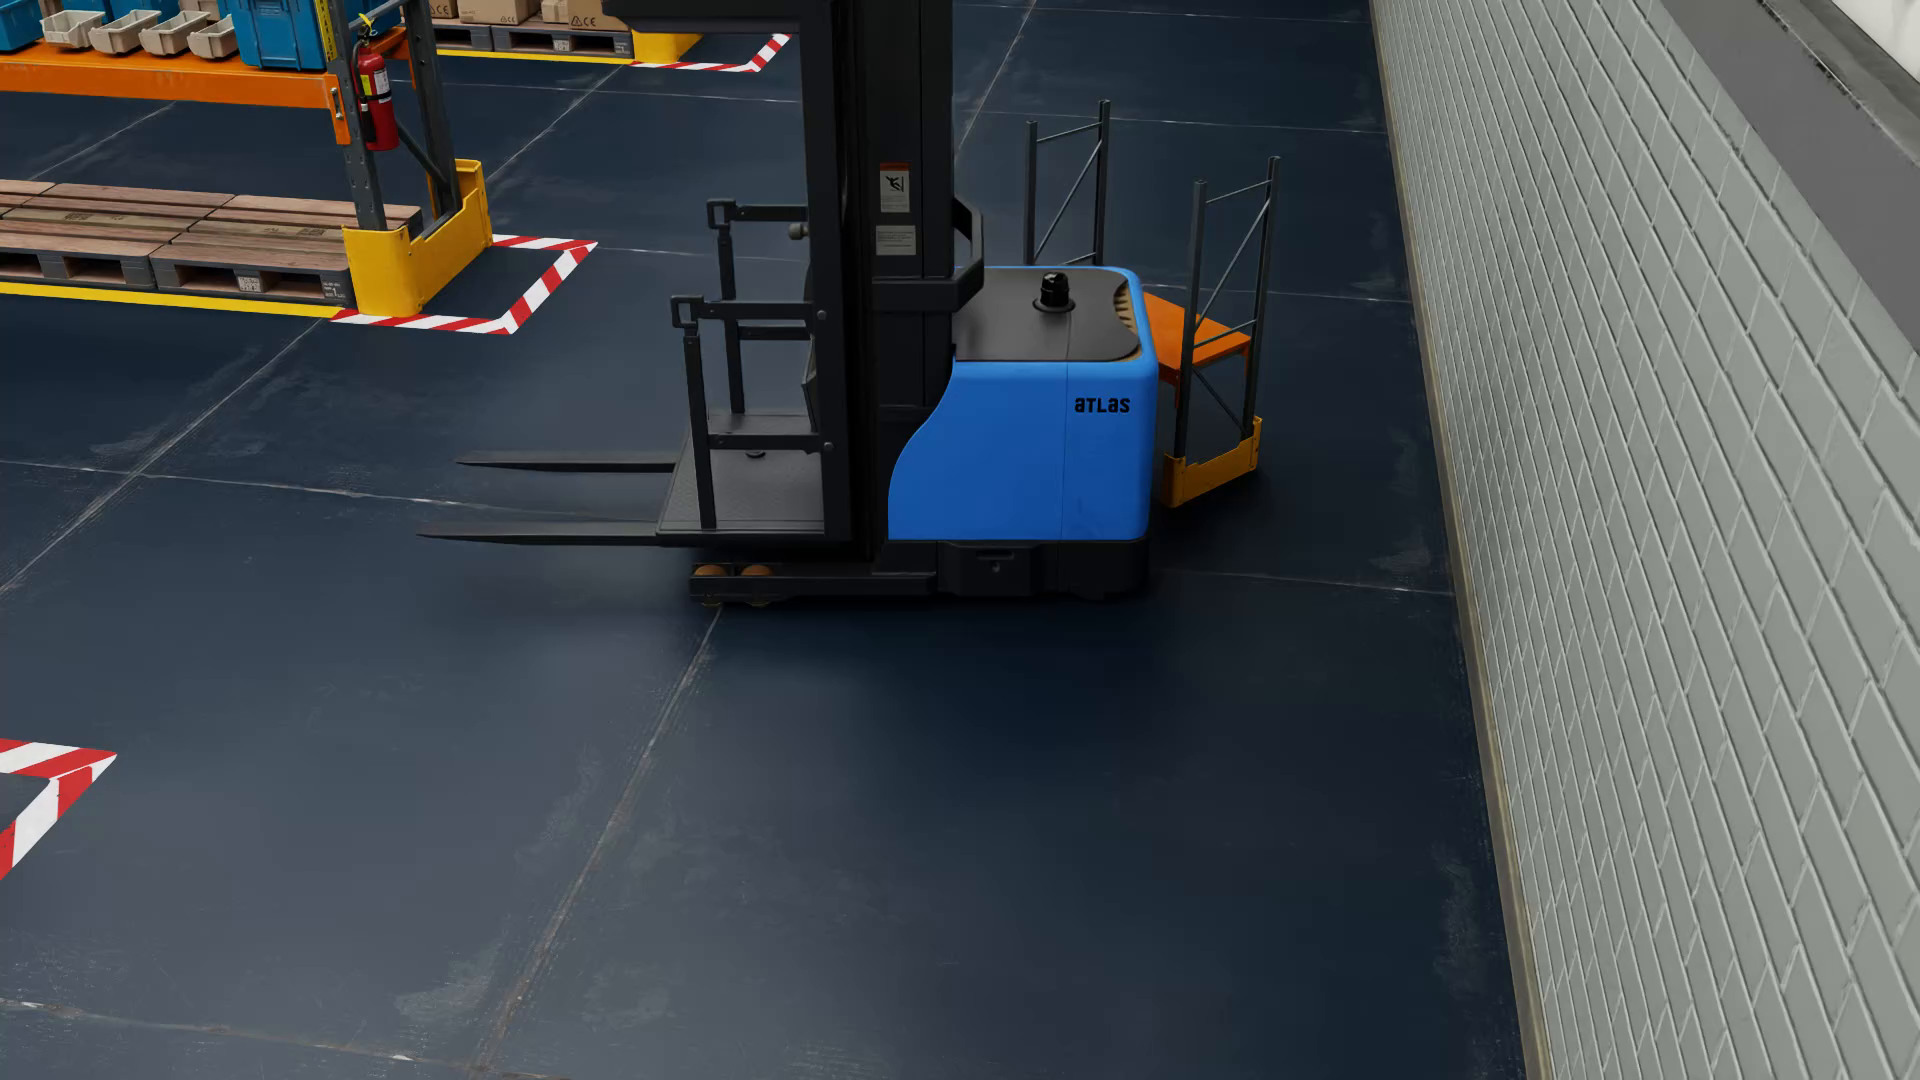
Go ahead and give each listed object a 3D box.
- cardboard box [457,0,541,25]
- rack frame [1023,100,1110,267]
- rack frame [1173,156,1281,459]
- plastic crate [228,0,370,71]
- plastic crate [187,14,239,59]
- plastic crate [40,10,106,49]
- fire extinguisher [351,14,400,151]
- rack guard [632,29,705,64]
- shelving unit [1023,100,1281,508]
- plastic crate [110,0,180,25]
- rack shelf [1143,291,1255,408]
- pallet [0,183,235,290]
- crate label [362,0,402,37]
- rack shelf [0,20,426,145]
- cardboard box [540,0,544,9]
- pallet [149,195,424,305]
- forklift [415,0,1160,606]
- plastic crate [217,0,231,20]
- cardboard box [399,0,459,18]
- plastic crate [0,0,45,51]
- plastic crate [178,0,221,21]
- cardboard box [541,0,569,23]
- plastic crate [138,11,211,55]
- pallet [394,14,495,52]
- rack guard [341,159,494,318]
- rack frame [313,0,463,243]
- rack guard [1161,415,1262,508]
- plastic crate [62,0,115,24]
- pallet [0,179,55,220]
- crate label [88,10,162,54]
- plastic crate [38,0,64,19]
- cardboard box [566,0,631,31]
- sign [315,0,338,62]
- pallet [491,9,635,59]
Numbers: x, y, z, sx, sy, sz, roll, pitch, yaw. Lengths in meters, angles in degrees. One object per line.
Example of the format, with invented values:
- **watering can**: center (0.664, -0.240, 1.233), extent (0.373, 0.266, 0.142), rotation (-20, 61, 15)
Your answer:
- **cardboard box**: center (-3.801, -4.446, 13.702), extent (0.500, 0.250, 0.500), rotation (5, 32, 8)
- **rack frame**: center (0.492, -1.304, 7.920), extent (0.500, 1.500, 0.032), rotation (-24, 39, -33)
- **rack frame**: center (1.150, -0.893, 7.263), extent (0.500, 1.500, 0.032), rotation (-24, 39, -33)
- **plastic crate**: center (-3.491, -2.787, 8.785), extent (0.499, 0.435, 0.616), rotation (5, 32, 8)
- **plastic crate**: center (-3.964, -2.706, 8.938), extent (0.243, 0.136, 0.396), rotation (5, 32, 8)
- **plastic crate**: center (-4.821, -2.768, 9.037), extent (0.250, 0.136, 0.298), rotation (5, 32, 8)
- **fire extinguisher**: center (-3.057, -2.372, 8.637), extent (0.183, 0.674, 0.296), rotation (5, 32, 8)
- **rack guard**: center (-2.367, -4.352, 13.731), extent (0.348, 0.500, 1.175), rotation (5, 32, 8)
- **shelving unit**: center (0.827, -1.095, 7.585), extent (0.587, 1.500, 1.083), rotation (-24, 39, -33)
- **plastic crate**: center (-4.615, -3.080, 9.445), extent (0.300, 0.233, 0.416), rotation (5, 32, 8)
- **rack shelf**: center (0.821, -0.946, 7.687), extent (0.538, 0.185, 1.000), rotation (-24, 39, -33)
- **pallet**: center (-5.135, -1.836, 9.984), extent (1.213, 0.211, 1.003), rotation (5, 32, 8)
- **crate label**: center (-3.317, -2.963, 9.257), extent (0.303, 0.233, 0.416), rotation (5, 32, 8)
- **rack shelf**: center (-5.101, -2.688, 9.395), extent (4.000, 0.370, 1.077), rotation (5, 32, 8)
- **cardboard box**: center (-3.274, -4.667, 14.056), extent (0.500, 0.250, 0.500), rotation (5, 32, 8)
- **pallet**: center (-3.936, -1.726, 9.809), extent (1.213, 0.211, 1.003), rotation (5, 32, 8)
- **forklift**: center (-0.737, -1.252, 6.488), extent (3.031, 2.935, 1.130), rotation (0, 32, 0)
- **plastic crate**: center (-3.966, -3.022, 9.351), extent (0.300, 0.233, 0.416), rotation (5, 32, 8)
- **cardboard box**: center (-4.383, -4.725, 13.909), extent (0.637, 0.503, 0.797), rotation (5, 32, 8)
- **plastic crate**: center (-5.197, -2.818, 9.026), extent (0.300, 0.233, 0.416), rotation (5, 32, 8)
- **plastic crate**: center (-4.288, -3.054, 9.495), extent (0.298, 0.136, 0.250), rotation (5, 32, 8)
- **cardboard box**: center (-3.254, -4.393, 13.697), extent (0.250, 0.166, 0.380), rotation (5, 32, 8)
- **plastic crate**: center (-4.247, -2.739, 8.991), extent (0.243, 0.136, 0.396), rotation (5, 32, 8)
- **pallet**: center (-4.352, -4.410, 14.097), extent (1.213, 0.211, 1.003), rotation (5, 32, 8)
- **rack guard**: center (-3.104, -1.759, 9.589), extent (0.348, 0.500, 1.175), rotation (5, 32, 8)
- **rack frame**: center (-3.129, -2.814, 8.919), extent (0.127, 3.000, 1.000), rotation (5, 32, 8)
- **rack guard**: center (1.150, -0.364, 7.595), extent (0.587, 0.250, 0.087), rotation (-24, 39, -33)
- **plastic crate**: center (-4.911, -3.107, 9.488), extent (0.300, 0.233, 0.416), rotation (5, 32, 8)
- **pallet**: center (-6.341, -1.944, 10.156), extent (1.213, 0.211, 1.003), rotation (5, 32, 8)
- **crate label**: center (-4.526, -2.751, 9.010), extent (0.243, 0.136, 0.396), rotation (5, 32, 8)
- **plastic crate**: center (-5.305, -3.087, 9.546), extent (0.466, 0.136, 0.293), rotation (5, 32, 8)
- **cardboard box**: center (-2.870, -4.451, 13.475), extent (0.500, 0.500, 0.500), rotation (5, 32, 8)
- **sign**: center (-3.206, -2.594, 8.413), extent (0.005, 0.325, 0.100), rotation (5, 32, 8)
- **pallet**: center (-3.153, -4.300, 13.921), extent (1.213, 0.211, 1.003), rotation (5, 32, 8)
